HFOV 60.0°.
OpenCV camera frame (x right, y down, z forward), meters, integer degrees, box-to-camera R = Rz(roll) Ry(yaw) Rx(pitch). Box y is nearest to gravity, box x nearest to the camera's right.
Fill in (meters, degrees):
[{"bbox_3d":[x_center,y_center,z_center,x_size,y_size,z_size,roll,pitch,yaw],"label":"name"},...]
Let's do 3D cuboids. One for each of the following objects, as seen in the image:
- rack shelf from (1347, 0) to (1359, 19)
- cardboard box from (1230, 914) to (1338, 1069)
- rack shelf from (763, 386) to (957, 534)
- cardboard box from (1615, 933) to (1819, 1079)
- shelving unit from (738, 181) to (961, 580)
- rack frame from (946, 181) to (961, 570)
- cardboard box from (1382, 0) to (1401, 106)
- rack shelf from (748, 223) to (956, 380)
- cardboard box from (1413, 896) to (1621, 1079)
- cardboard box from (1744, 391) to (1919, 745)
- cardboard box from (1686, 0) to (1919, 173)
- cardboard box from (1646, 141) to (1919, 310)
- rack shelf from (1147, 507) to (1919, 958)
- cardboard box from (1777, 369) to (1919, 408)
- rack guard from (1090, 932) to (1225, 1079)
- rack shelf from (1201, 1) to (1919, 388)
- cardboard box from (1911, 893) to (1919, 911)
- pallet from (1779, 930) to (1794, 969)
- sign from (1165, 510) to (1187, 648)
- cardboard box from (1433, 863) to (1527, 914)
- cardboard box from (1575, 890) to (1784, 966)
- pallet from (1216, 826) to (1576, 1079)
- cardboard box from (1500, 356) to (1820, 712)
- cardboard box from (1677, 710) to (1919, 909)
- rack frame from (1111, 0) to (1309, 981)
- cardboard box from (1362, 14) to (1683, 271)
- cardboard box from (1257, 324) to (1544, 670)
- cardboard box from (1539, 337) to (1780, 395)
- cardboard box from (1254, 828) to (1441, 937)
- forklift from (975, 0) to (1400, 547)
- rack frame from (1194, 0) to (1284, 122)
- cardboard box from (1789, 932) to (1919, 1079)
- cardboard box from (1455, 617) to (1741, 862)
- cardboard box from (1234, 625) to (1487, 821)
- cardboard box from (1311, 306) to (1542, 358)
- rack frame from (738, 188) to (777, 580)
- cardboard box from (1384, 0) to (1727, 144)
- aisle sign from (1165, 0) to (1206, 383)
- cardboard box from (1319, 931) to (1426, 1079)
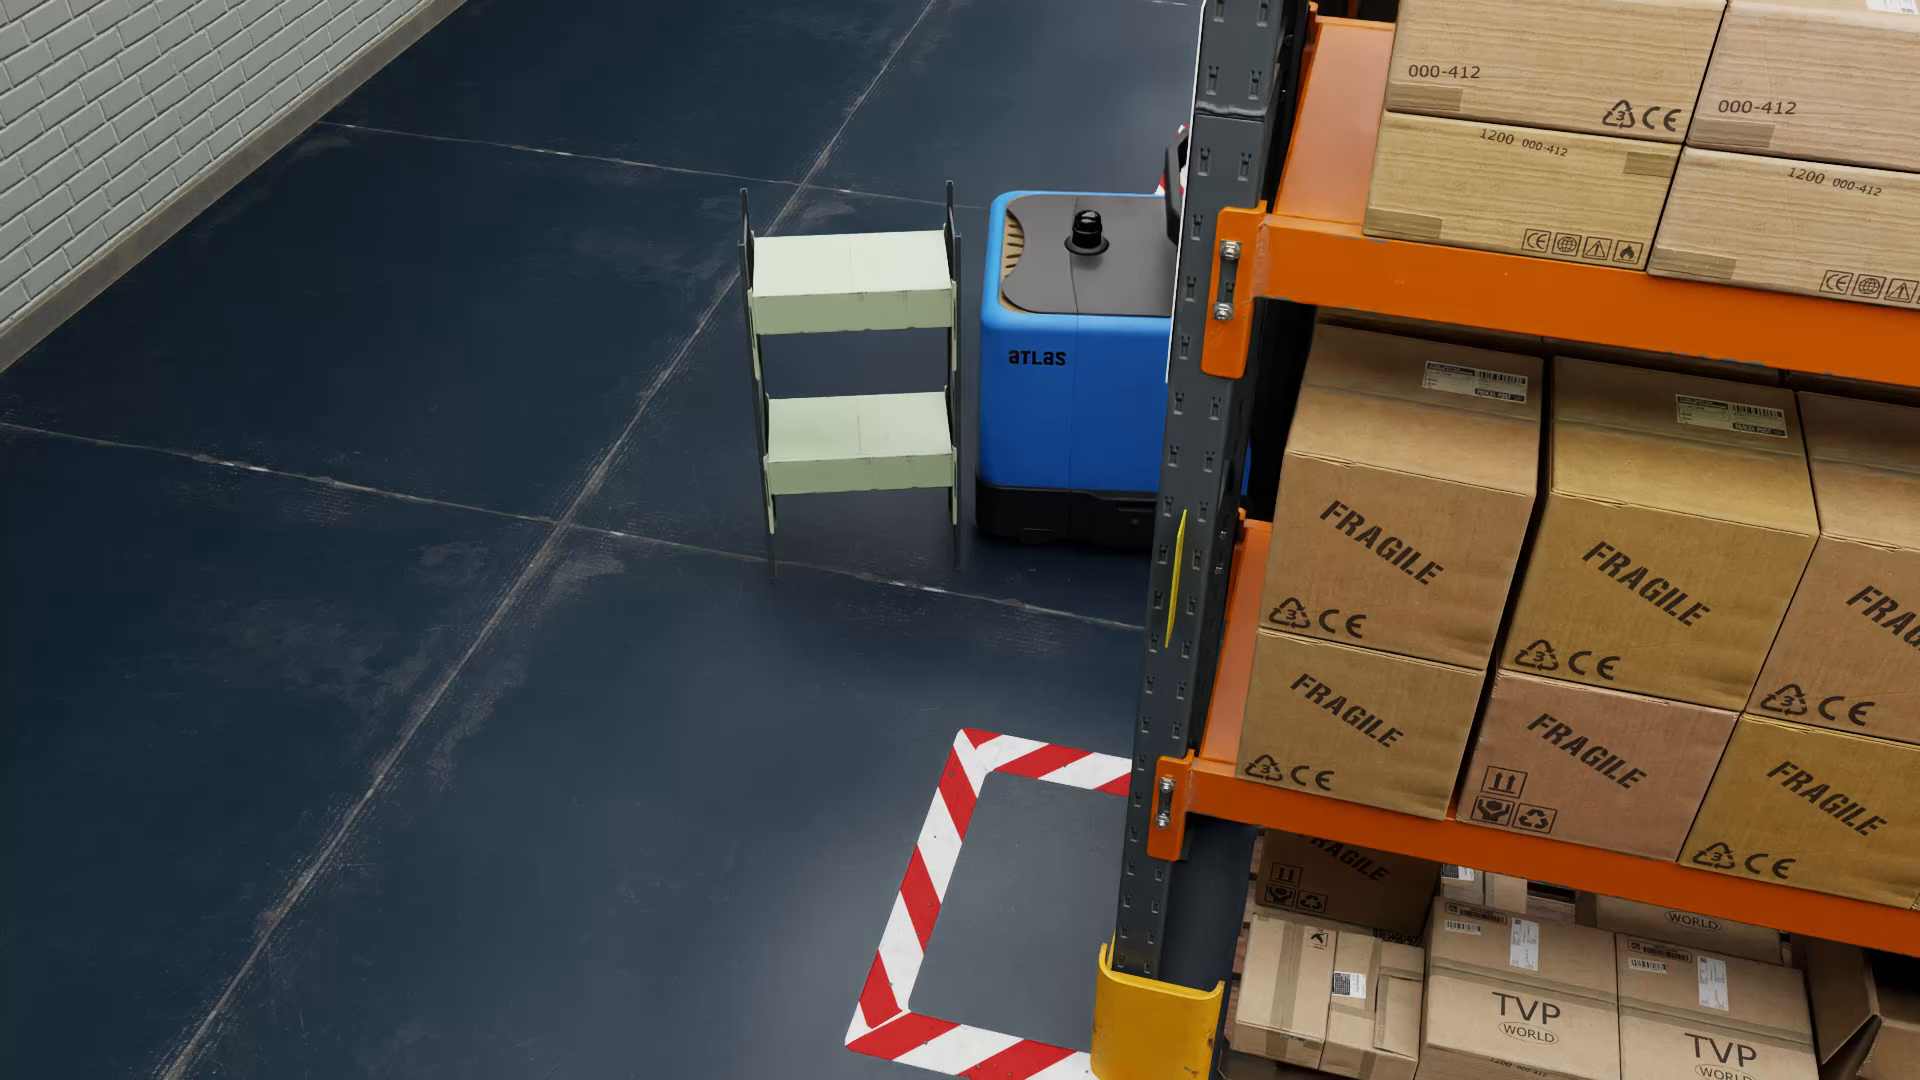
[{"bbox_3d":[3.829,-2.388,7.821,4.000,0.370,1.077,10,41,11],"label":"rack shelf"},{"bbox_3d":[0.929,1.287,4.760,0.250,0.149,0.380,10,41,11],"label":"cardboard box"},{"bbox_3d":[-0.388,-0.315,6.466,0.720,0.370,0.431,-3,40,-3],"label":"rack shelf"},{"bbox_3d":[2.031,1.398,4.549,0.500,0.250,0.500,10,41,11],"label":"cardboard box"},{"bbox_3d":[-0.388,-0.565,6.256,0.755,1.500,0.431,-3,40,-3],"label":"shelving unit"},{"bbox_3d":[-0.023,-0.583,6.278,0.023,1.500,0.400,-3,40,-3],"label":"rack frame"},{"bbox_3d":[1.178,-1.089,3.499,0.500,0.250,0.500,10,41,11],"label":"cardboard box"},{"bbox_3d":[-0.388,-0.864,6.005,0.720,0.370,0.431,-3,40,-3],"label":"rack shelf"},{"bbox_3d":[1.548,1.315,4.648,0.500,0.250,0.500,10,41,11],"label":"cardboard box"},{"bbox_3d":[1.963,0.065,3.485,0.500,0.500,0.500,10,41,12],"label":"cardboard box"},{"bbox_3d":[1.523,-0.867,2.846,0.500,0.250,0.500,10,41,11],"label":"cardboard box"},{"bbox_3d":[1.523,-0.676,3.007,0.500,0.250,0.500,10,41,11],"label":"cardboard box"},{"bbox_3d":[2.545,0.689,4.157,4.000,0.370,1.077,10,41,11],"label":"rack shelf"},{"bbox_3d":[2.104,-0.271,3.885,0.500,0.500,0.500,11,41,13],"label":"cardboard box"},{"bbox_3d":[0.687,1.050,5.111,0.348,0.500,1.175,10,41,11],"label":"rack guard"},{"bbox_3d":[2.545,-0.460,3.193,4.000,0.370,1.077,10,41,11],"label":"rack shelf"},{"bbox_3d":[2.440,0.532,3.707,0.500,0.500,0.500,10,41,12],"label":"cardboard box"},{"bbox_3d":[2.632,1.497,4.803,1.213,0.211,1.003,10,41,11],"label":"pallet"},{"bbox_3d":[0.473,0.086,3.642,0.005,0.325,0.100,10,41,11],"label":"sign"},{"bbox_3d":[1.570,1.058,5.019,0.250,0.166,0.380,10,41,11],"label":"cardboard box"},{"bbox_3d":[2.112,1.079,4.929,0.500,0.250,0.500,10,41,11],"label":"cardboard box"},{"bbox_3d":[1.457,1.293,5.046,1.213,0.211,1.003,10,41,11],"label":"pallet"},{"bbox_3d":[1.481,-0.021,3.587,0.500,0.500,0.500,10,41,12],"label":"cardboard box"},{"bbox_3d":[1.957,0.448,3.807,0.500,0.500,0.500,10,41,11],"label":"cardboard box"},{"bbox_3d":[0.613,0.081,4.322,0.127,3.000,1.000,10,41,11],"label":"rack frame"},{"bbox_3d":[1.044,-0.767,3.116,0.500,0.250,0.500,10,41,11],"label":"cardboard box"},{"bbox_3d":[0.974,-0.103,3.685,0.500,0.500,0.500,11,41,13],"label":"cardboard box"},{"bbox_3d":[1.602,-0.354,3.984,0.500,0.500,0.500,11,41,13],"label":"cardboard box"},{"bbox_3d":[1.202,0.807,5.059,0.500,0.500,0.500,10,41,11],"label":"cardboard box"},{"bbox_3d":[1.599,-1.366,6.098,3.031,2.935,1.130,2,40,3],"label":"forklift"},{"bbox_3d":[0.613,-2.217,2.392,0.127,3.000,1.000,10,41,11],"label":"rack frame"},{"bbox_3d":[2.661,1.224,4.559,0.637,0.503,0.797,10,41,11],"label":"cardboard box"},{"bbox_3d":[1.473,0.362,3.908,0.500,0.500,0.500,9,41,11],"label":"cardboard box"},{"bbox_3d":[0.974,0.280,4.007,0.500,0.500,0.500,11,41,12],"label":"cardboard box"},{"bbox_3d":[1.114,-0.437,4.083,0.500,0.500,0.500,9,41,11],"label":"cardboard box"},{"bbox_3d":[-0.752,-0.546,6.234,0.023,1.500,0.400,-3,40,-3],"label":"rack frame"},{"bbox_3d":[1.042,-0.955,2.950,0.500,0.250,0.500,10,41,11],"label":"cardboard box"},{"bbox_3d":[0.471,-0.744,3.282,0.004,0.787,0.394,10,41,11],"label":"aisle sign"},{"bbox_3d":[1.170,1.322,4.705,0.250,0.166,0.380,10,41,11],"label":"cardboard box"}]
